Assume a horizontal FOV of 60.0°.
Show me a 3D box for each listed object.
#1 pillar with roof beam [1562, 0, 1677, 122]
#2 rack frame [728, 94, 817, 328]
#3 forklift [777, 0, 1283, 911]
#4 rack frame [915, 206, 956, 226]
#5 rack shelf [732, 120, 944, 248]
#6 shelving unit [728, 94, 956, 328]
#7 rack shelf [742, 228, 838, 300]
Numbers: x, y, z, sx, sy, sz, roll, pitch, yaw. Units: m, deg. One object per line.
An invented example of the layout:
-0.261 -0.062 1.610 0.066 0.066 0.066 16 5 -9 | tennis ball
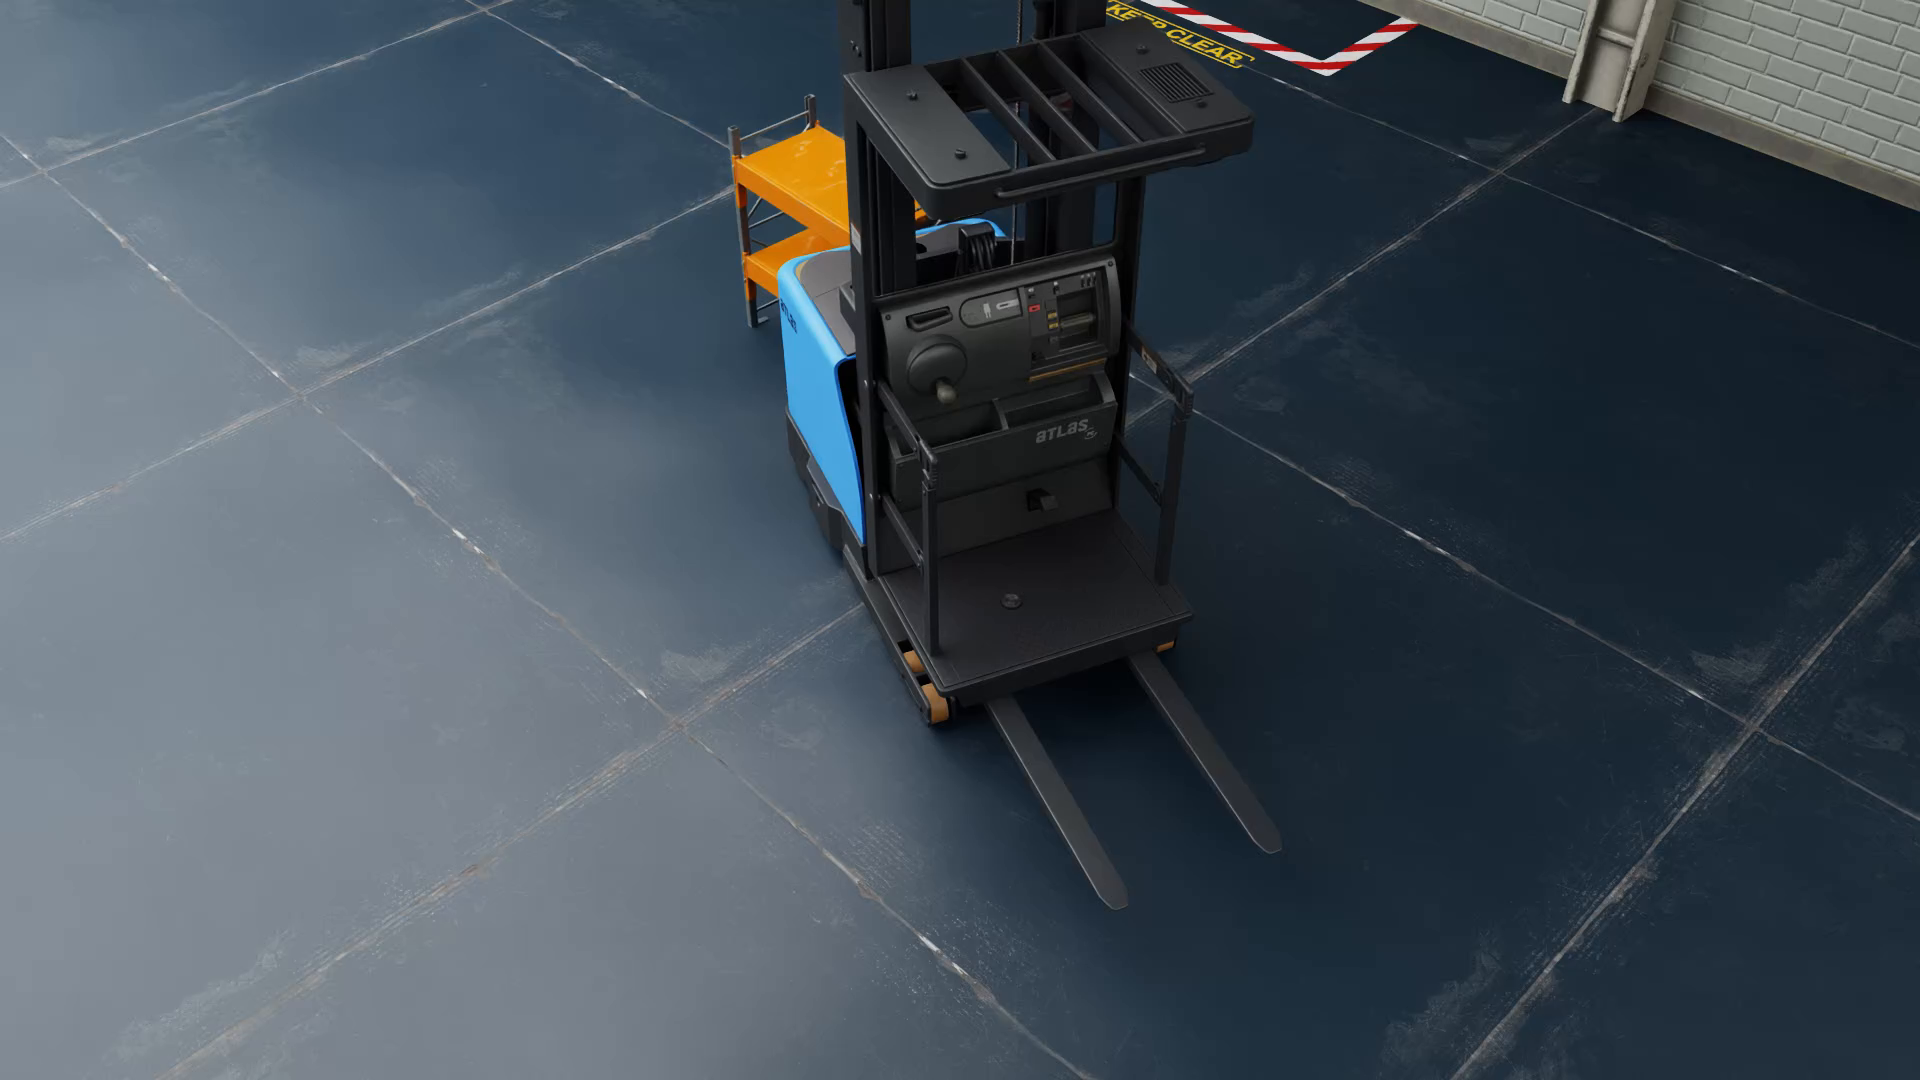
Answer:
0.935 -3.948 5.009 9.100 9.000 0.400 -34 53 -31 | pillar with roof beam
-0.895 -1.624 8.296 0.500 1.125 0.032 -31 51 -29 | rack frame
0.245 -0.682 5.946 1.130 2.935 3.031 -16 45 -17 | forklift
-0.215 -1.111 7.741 0.500 1.125 0.032 -31 51 -29 | rack frame
-0.555 -1.582 7.820 0.538 0.278 1.000 -31 51 -29 | rack shelf
-0.555 -1.367 8.018 0.538 1.125 1.048 -31 51 -29 | shelving unit
-0.555 -1.188 8.184 0.538 0.278 1.000 -31 51 -29 | rack shelf
